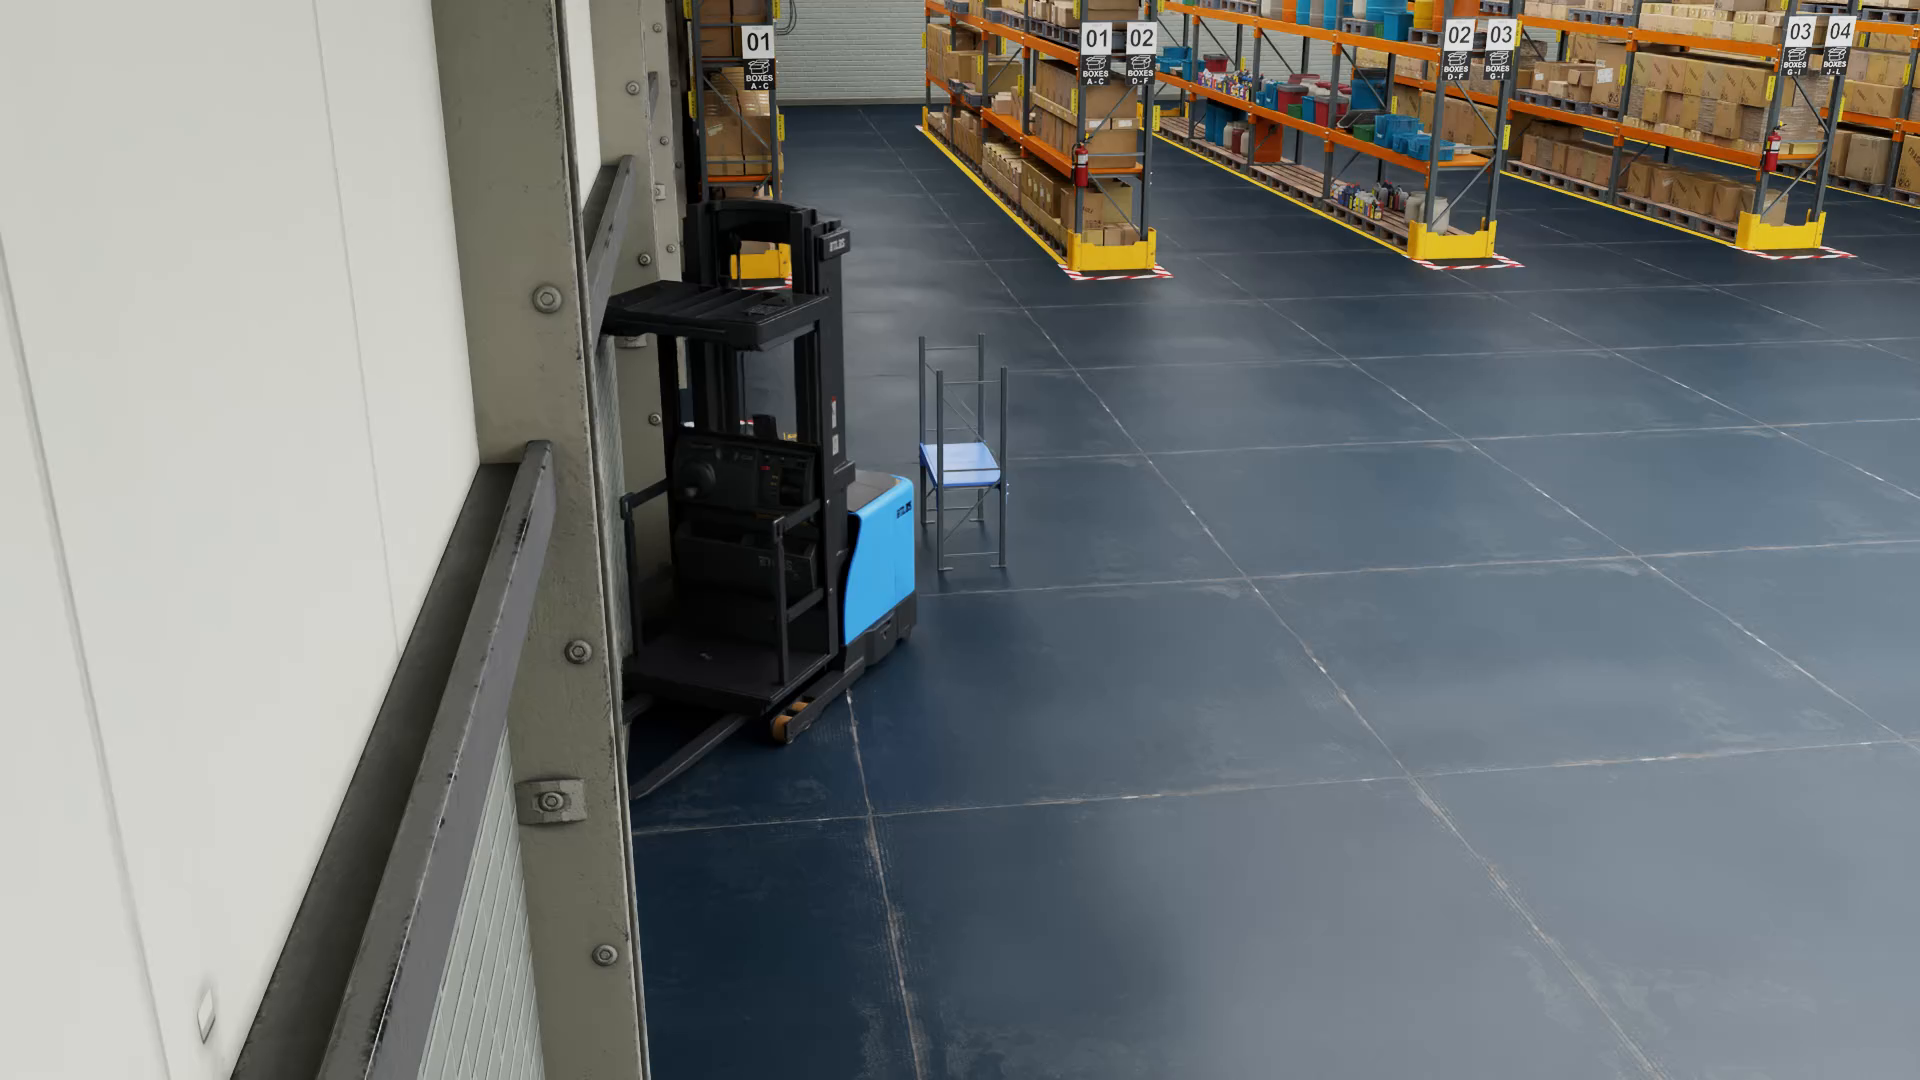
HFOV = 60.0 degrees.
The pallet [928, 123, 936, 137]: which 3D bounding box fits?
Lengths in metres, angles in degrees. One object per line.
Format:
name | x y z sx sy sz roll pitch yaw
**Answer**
pallet | -0.128 -9.061 36.676 1.003 0.211 1.213 -3 21 -8

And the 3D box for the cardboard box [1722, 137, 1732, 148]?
cardboard box | 11.466 -5.857 24.470 0.380 0.149 0.250 -3 21 -8

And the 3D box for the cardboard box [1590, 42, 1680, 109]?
cardboard box | 11.302 -7.774 27.785 1.000 1.000 1.000 -3 21 -7

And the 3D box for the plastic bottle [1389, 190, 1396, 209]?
plastic bottle | 6.731 -5.297 25.864 0.061 0.283 0.133 -3 21 -8

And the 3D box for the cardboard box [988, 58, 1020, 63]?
cardboard box | 0.753 -8.683 30.933 0.700 0.500 0.500 1 20 2

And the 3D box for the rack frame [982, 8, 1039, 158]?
rack frame | 0.898 -7.900 29.582 1.000 3.000 0.127 -3 21 -8

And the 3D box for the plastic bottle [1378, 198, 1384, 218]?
plastic bottle | 6.351 -5.021 25.125 0.061 0.283 0.133 -3 21 -8

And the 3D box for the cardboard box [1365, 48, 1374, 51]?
cardboard box | 9.422 -11.236 37.230 0.500 0.500 0.500 -3 21 -9

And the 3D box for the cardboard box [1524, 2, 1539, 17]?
cardboard box | 10.517 -9.558 29.947 0.500 0.250 0.500 -3 21 -7

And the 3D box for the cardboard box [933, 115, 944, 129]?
cardboard box | -0.313 -9.039 35.932 0.500 0.250 0.500 -3 21 -8

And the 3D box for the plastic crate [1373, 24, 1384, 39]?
plastic crate | 6.335 -7.510 24.552 0.336 0.188 0.450 -3 21 -8

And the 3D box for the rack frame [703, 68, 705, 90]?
rack frame | -4.003 -7.649 28.909 1.000 3.000 0.127 -3 21 -8

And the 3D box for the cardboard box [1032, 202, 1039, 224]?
cardboard box | 1.375 -4.901 24.882 0.500 0.250 0.500 -3 21 -8

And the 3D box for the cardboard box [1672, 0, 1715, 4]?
cardboard box | 11.595 -8.696 26.143 0.500 0.500 0.500 -4 21 -9

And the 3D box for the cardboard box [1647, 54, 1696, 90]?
cardboard box | 11.165 -7.327 26.049 0.500 0.500 0.500 -3 21 -8

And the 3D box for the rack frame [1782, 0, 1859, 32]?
rack frame | 11.854 -8.439 22.450 1.000 3.000 0.127 -3 21 -8

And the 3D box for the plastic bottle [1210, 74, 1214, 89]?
plastic bottle | 4.982 -9.023 32.755 0.061 0.283 0.133 -3 21 -8

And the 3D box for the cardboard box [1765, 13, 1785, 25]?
cardboard box | 11.584 -7.327 23.404 0.380 0.149 0.250 -4 21 -10

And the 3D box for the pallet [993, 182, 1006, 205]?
pallet | 1.151 -5.886 28.173 1.003 0.211 1.213 -3 21 -8

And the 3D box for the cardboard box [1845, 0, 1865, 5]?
cardboard box | 15.730 -9.432 28.779 0.500 0.311 0.500 -4 21 -10

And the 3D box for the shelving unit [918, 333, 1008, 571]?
shelving unit | 0.012 -0.673 12.375 0.538 1.500 1.048 -3 21 -8

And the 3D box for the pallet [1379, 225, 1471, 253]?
pallet | 6.784 -4.378 24.137 1.003 0.211 1.213 -3 21 -8

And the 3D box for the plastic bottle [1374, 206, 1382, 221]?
plastic bottle | 6.255 -4.888 24.887 0.097 0.201 0.097 0 20 0

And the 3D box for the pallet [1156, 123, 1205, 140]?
pallet | 4.900 -8.903 36.253 1.003 0.211 1.213 -3 21 -8

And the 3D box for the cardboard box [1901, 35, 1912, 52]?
cardboard box | 19.881 -10.283 34.390 0.500 0.500 0.500 -3 21 -9

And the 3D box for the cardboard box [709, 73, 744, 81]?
cardboard box | -3.818 -7.548 27.866 0.700 0.500 0.500 -5 21 -13

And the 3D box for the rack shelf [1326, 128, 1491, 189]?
rack shelf | 6.665 -5.734 24.811 1.077 0.370 4.000 -3 21 -8

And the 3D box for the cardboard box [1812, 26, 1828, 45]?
cardboard box | 12.041 -7.144 23.483 0.500 0.250 0.500 -2 21 -6

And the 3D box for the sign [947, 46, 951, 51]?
sign | -0.215 -9.661 33.058 0.100 0.325 0.005 -3 21 -8

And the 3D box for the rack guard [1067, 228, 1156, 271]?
rack guard | 2.055 -3.951 22.581 1.175 0.500 0.348 -3 21 -8

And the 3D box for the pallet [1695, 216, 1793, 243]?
pallet | 11.761 -4.632 24.816 1.003 0.211 1.213 -3 21 -8

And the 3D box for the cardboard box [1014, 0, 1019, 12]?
cardboard box | 1.184 -8.899 27.581 0.500 0.250 0.500 -3 21 -9

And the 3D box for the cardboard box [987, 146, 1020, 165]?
cardboard box | 0.767 -6.694 28.880 0.500 0.311 0.500 -3 21 -9

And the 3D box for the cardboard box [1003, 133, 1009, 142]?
cardboard box | 1.034 -7.288 30.887 0.500 0.500 0.500 -4 21 -10

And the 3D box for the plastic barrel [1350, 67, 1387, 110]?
plastic barrel | 6.621 -7.148 26.850 0.600 0.901 0.708 -3 21 -8

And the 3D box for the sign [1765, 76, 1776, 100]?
sign | 11.302 -6.298 23.185 0.100 0.325 0.005 -3 21 -8

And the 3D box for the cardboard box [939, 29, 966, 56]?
cardboard box | -0.157 -10.314 34.473 0.500 0.500 0.500 -3 21 -7

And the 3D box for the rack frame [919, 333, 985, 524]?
rack frame | -0.061 -0.849 12.846 0.500 1.500 0.032 -3 21 -8

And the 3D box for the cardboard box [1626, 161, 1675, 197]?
cardboard box | 11.296 -5.899 27.195 0.500 0.500 0.500 -4 21 -9

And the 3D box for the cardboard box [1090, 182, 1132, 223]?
cardboard box | 2.120 -4.760 23.432 0.500 0.500 0.500 -3 21 -8

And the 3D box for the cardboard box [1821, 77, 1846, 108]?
cardboard box | 15.640 -7.968 29.621 0.500 0.500 0.500 -3 21 -8

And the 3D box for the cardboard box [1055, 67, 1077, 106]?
cardboard box | 1.762 -6.495 23.823 0.700 0.500 0.500 -3 21 -8

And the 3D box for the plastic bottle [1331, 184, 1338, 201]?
plastic bottle | 5.989 -5.559 26.585 0.097 0.271 0.097 0 20 0

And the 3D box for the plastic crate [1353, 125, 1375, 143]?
plastic crate | 6.293 -6.180 25.280 0.450 0.188 0.662 -3 21 -8

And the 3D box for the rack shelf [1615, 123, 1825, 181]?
rack shelf | 11.566 -5.984 25.480 1.077 0.370 4.000 -3 21 -8

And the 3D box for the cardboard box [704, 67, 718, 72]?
cardboard box | -4.325 -8.340 29.090 0.500 0.250 0.500 -2 21 -6

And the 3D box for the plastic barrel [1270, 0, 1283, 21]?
plastic barrel | 5.704 -9.494 28.844 0.600 0.901 0.600 0 20 0

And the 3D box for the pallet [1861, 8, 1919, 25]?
pallet | 16.020 -8.859 28.136 0.805 0.209 1.217 -4 21 -10

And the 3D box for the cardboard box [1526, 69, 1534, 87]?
cardboard box | 10.900 -8.628 31.386 0.500 0.500 0.500 -2 21 -6

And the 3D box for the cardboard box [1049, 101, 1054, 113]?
cardboard box | 1.511 -6.317 24.273 0.380 0.149 0.250 -4 21 -9

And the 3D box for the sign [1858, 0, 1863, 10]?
sign | 12.391 -7.471 22.895 0.100 0.325 0.005 -3 21 -8

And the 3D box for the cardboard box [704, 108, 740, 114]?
cardboard box | -3.191 -5.497 22.261 0.500 0.500 0.500 -3 21 -7

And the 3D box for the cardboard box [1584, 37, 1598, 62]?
cardboard box | 14.423 -11.046 37.436 0.500 0.500 0.500 -3 21 -7

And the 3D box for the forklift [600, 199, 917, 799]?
forklift | -1.348 -0.369 9.516 1.130 2.935 3.031 9 22 22

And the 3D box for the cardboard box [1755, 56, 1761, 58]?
cardboard box | 15.677 -9.319 32.290 0.380 0.149 0.250 -3 21 -8
